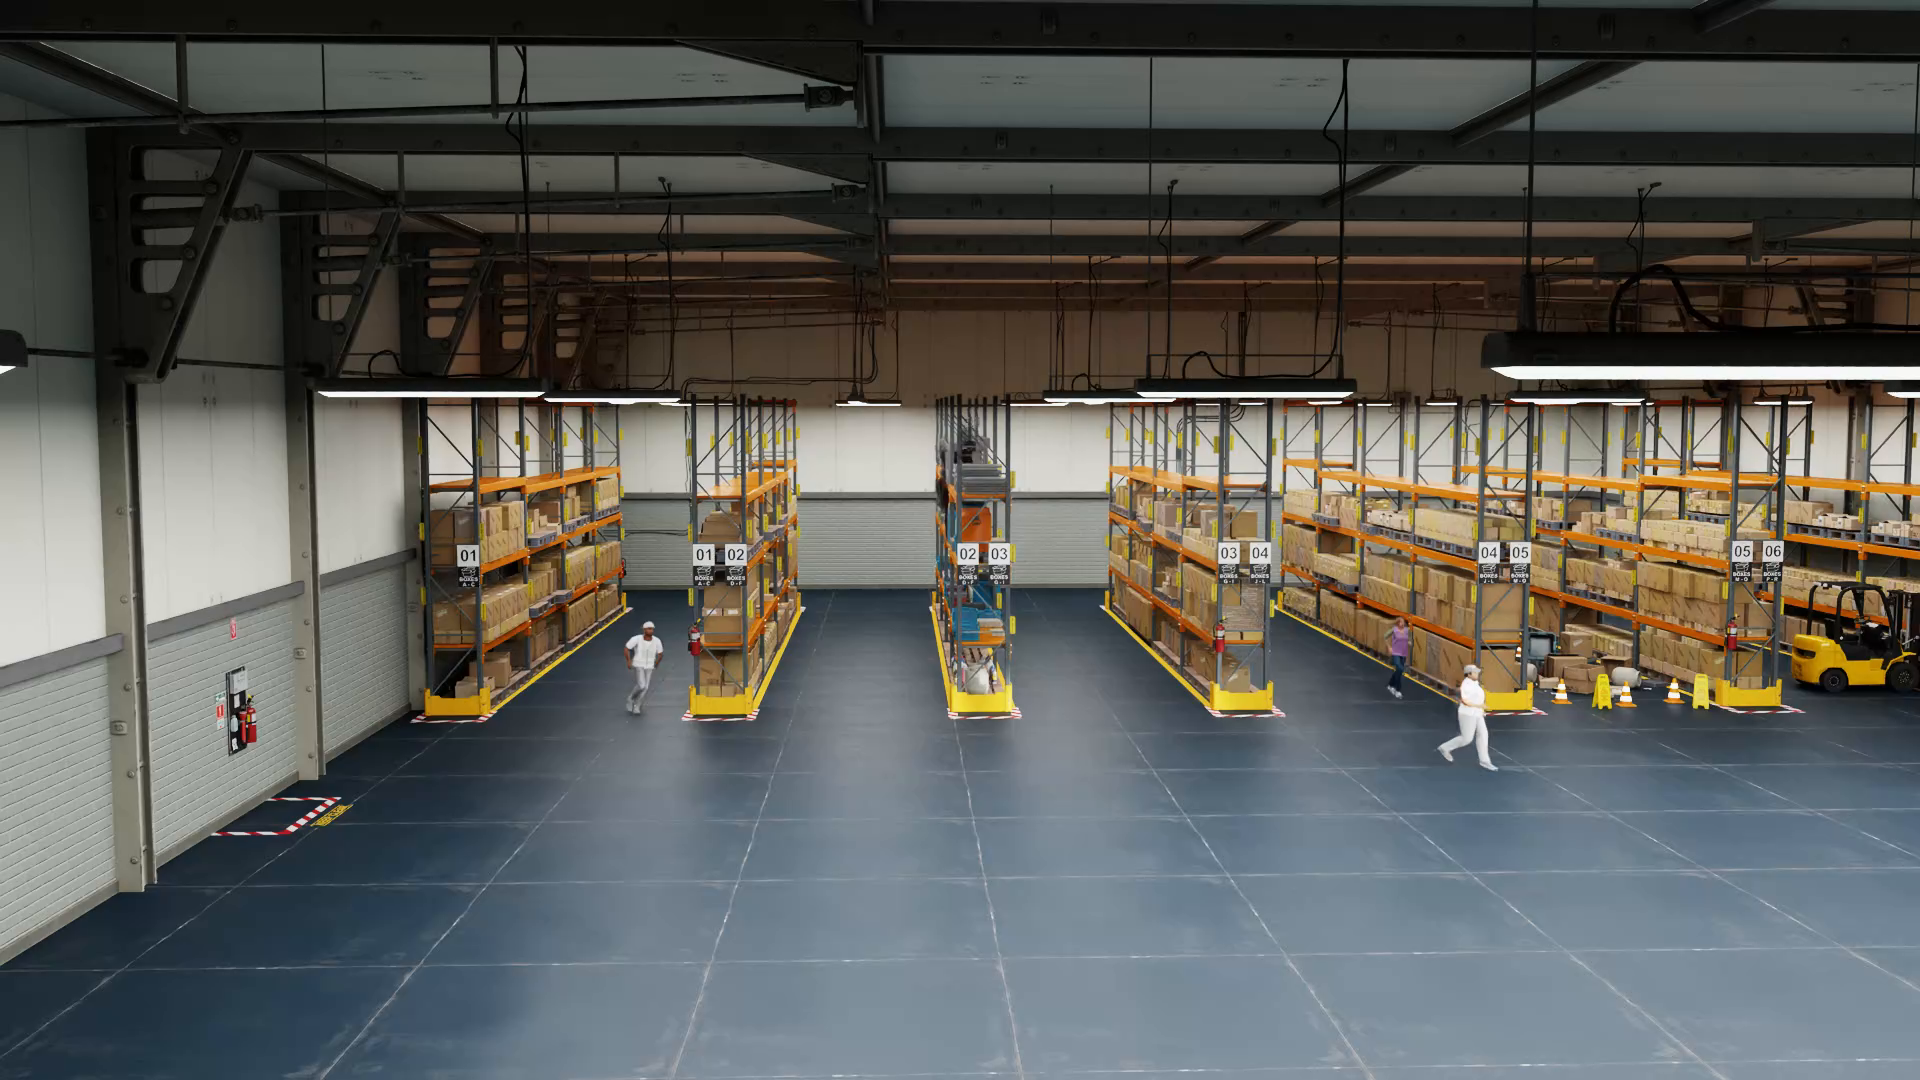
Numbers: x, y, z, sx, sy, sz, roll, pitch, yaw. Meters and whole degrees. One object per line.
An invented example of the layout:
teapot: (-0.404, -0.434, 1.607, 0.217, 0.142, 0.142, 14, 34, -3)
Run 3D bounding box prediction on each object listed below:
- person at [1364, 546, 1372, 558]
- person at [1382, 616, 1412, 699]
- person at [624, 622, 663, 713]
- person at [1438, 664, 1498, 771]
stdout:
person: (11.932, 1.018, 48.852, 0.884, 1.685, 0.569, -1, 5, -8)
person: (8.718, 2.328, 33.052, 0.519, 1.644, 0.722, -2, 5, -19)
person: (-5.918, 2.397, 31.313, 0.718, 1.710, 0.557, -3, 5, -32)
person: (8.118, 2.815, 26.513, 0.920, 1.678, 0.617, 3, 5, 32)
